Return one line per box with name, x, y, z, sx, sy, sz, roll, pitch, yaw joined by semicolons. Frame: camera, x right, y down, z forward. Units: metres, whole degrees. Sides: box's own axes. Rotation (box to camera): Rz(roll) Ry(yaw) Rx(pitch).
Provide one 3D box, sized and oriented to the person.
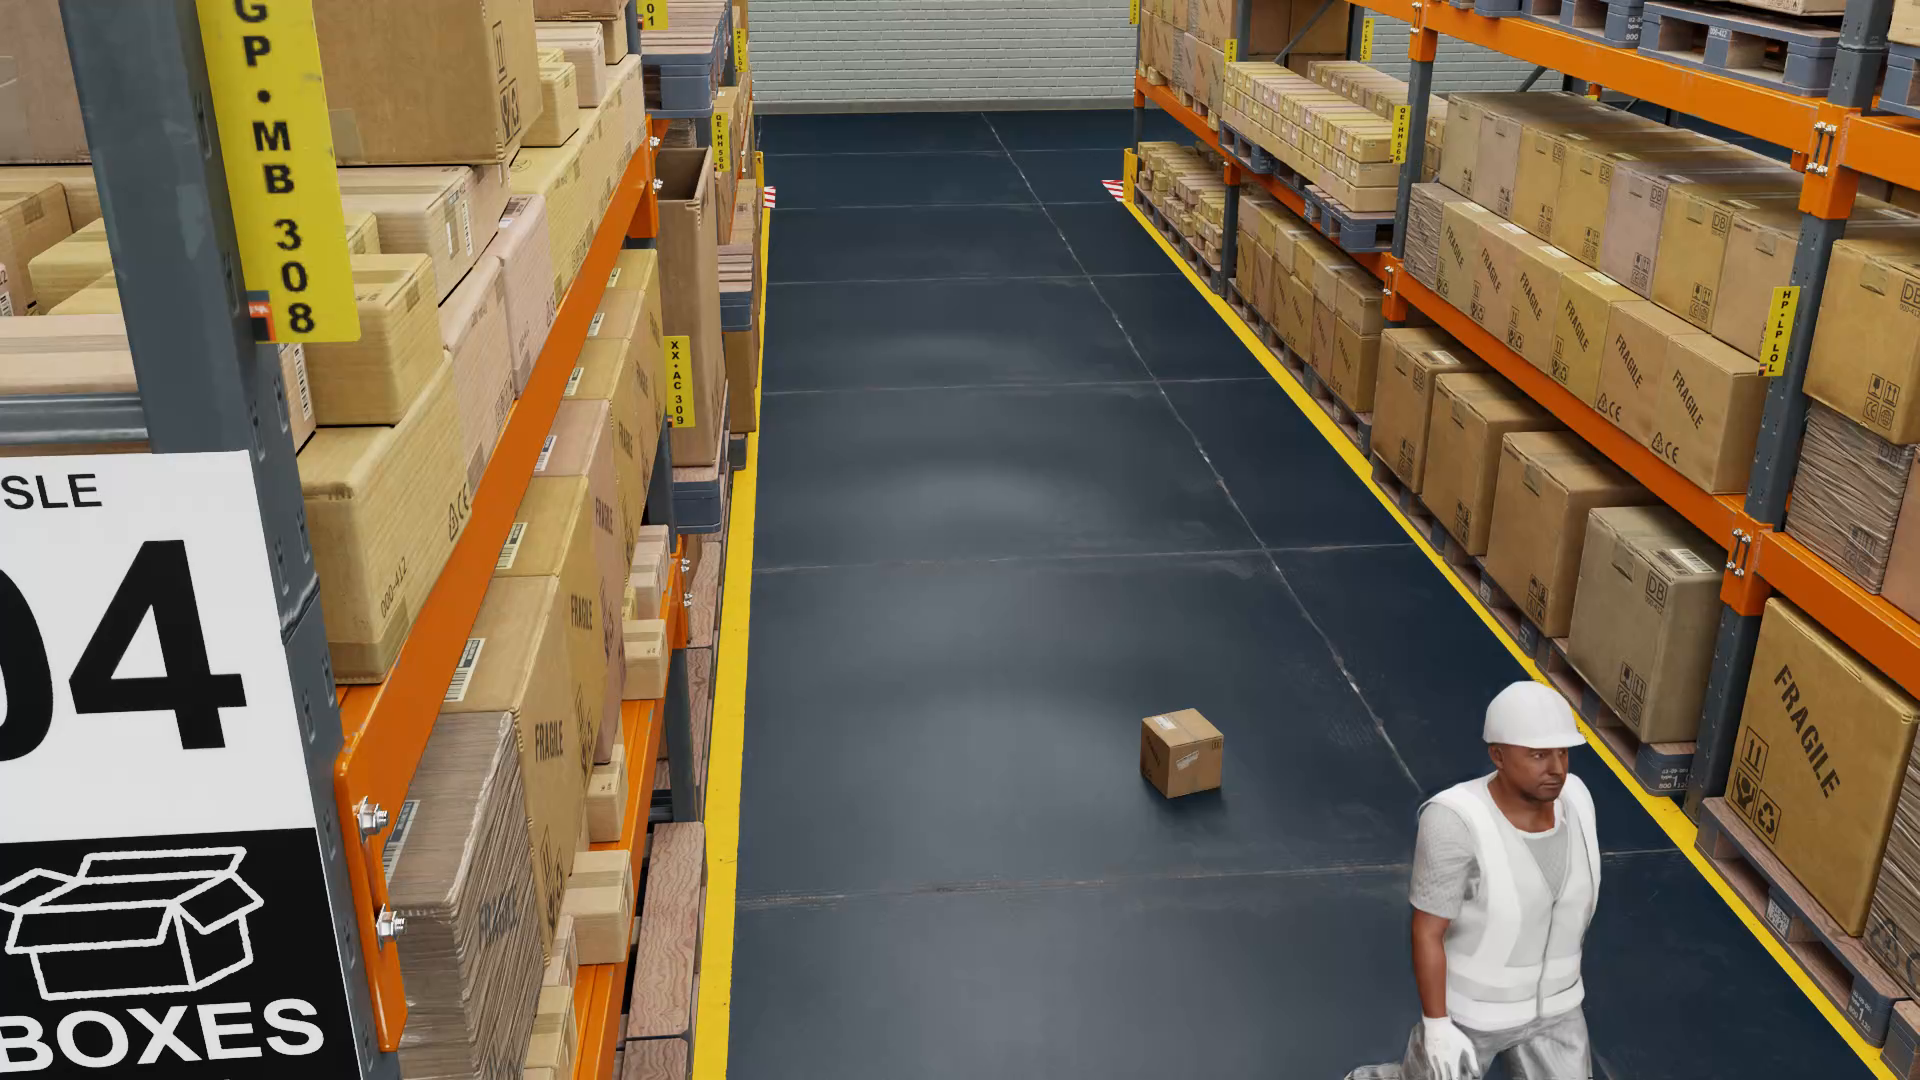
person;1.393;1.180;4.361;0.548;1.748;0.971;-7;25;-16
